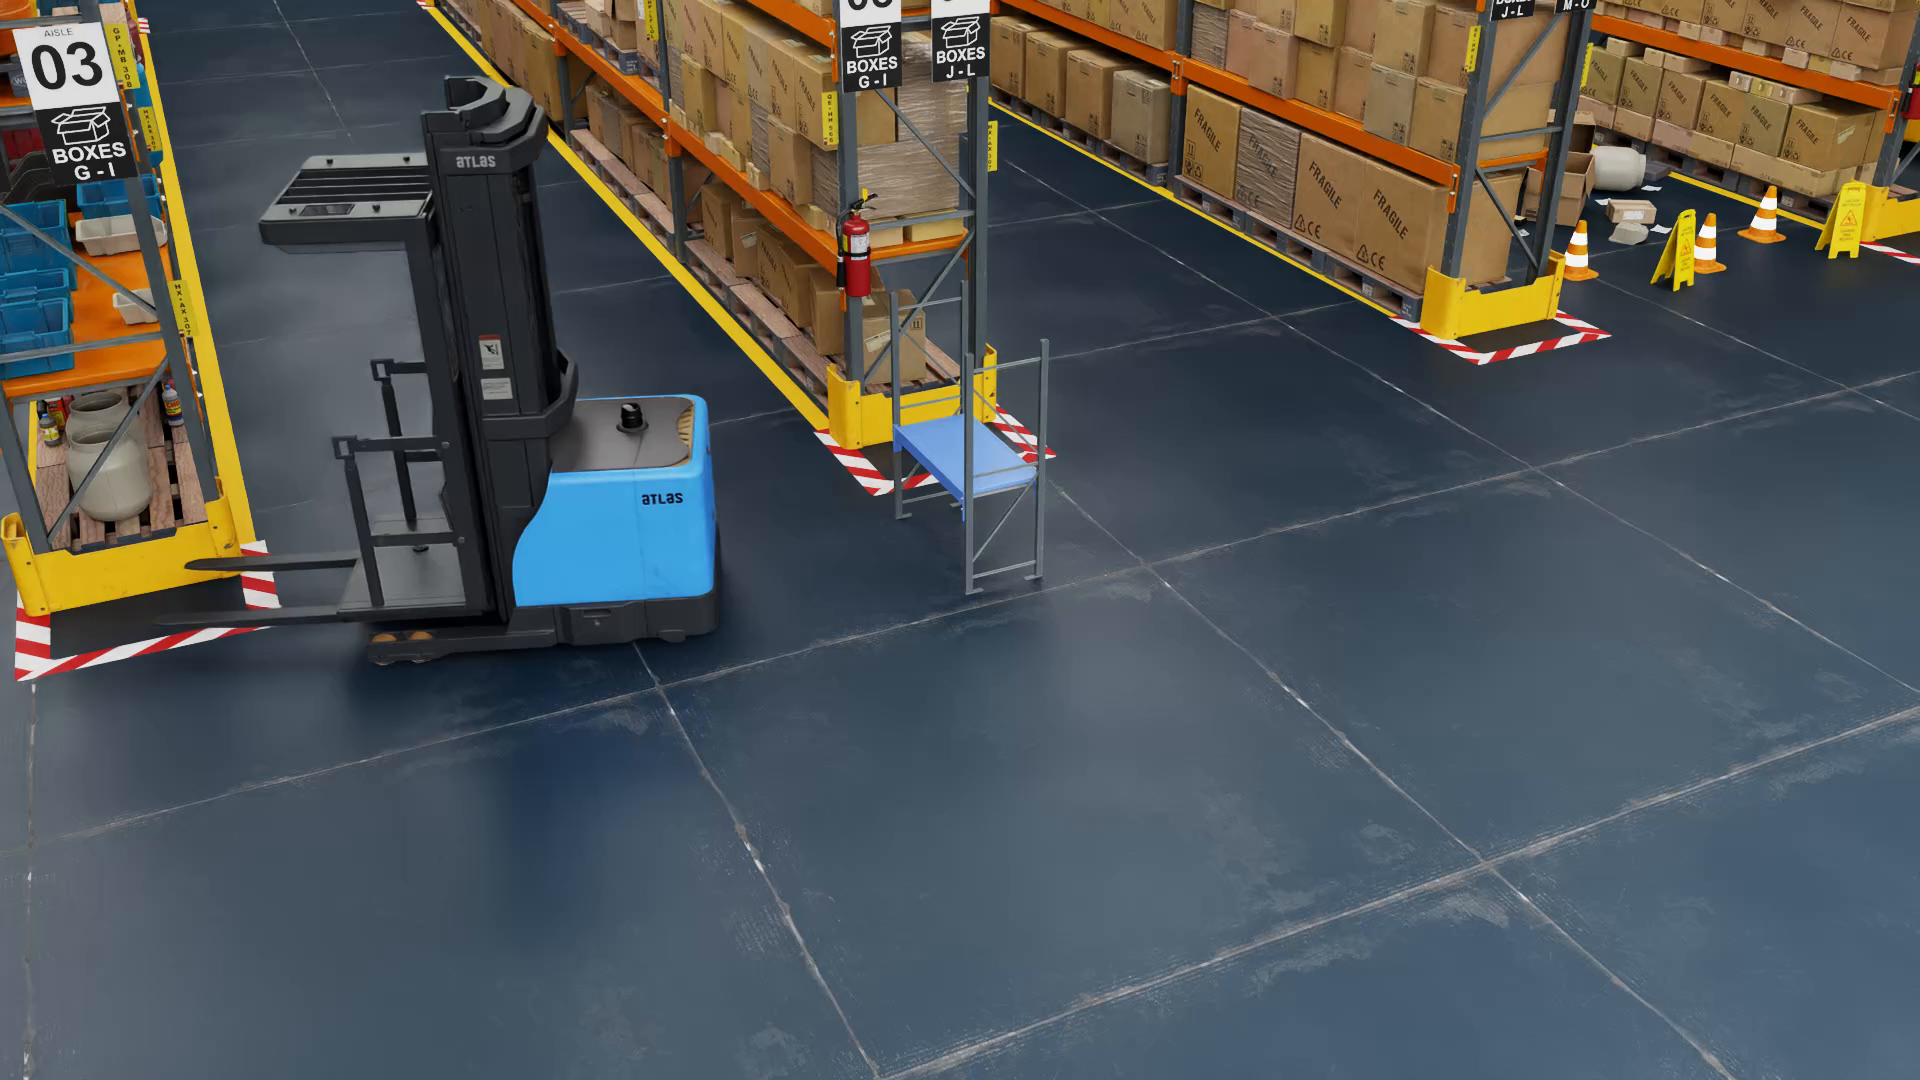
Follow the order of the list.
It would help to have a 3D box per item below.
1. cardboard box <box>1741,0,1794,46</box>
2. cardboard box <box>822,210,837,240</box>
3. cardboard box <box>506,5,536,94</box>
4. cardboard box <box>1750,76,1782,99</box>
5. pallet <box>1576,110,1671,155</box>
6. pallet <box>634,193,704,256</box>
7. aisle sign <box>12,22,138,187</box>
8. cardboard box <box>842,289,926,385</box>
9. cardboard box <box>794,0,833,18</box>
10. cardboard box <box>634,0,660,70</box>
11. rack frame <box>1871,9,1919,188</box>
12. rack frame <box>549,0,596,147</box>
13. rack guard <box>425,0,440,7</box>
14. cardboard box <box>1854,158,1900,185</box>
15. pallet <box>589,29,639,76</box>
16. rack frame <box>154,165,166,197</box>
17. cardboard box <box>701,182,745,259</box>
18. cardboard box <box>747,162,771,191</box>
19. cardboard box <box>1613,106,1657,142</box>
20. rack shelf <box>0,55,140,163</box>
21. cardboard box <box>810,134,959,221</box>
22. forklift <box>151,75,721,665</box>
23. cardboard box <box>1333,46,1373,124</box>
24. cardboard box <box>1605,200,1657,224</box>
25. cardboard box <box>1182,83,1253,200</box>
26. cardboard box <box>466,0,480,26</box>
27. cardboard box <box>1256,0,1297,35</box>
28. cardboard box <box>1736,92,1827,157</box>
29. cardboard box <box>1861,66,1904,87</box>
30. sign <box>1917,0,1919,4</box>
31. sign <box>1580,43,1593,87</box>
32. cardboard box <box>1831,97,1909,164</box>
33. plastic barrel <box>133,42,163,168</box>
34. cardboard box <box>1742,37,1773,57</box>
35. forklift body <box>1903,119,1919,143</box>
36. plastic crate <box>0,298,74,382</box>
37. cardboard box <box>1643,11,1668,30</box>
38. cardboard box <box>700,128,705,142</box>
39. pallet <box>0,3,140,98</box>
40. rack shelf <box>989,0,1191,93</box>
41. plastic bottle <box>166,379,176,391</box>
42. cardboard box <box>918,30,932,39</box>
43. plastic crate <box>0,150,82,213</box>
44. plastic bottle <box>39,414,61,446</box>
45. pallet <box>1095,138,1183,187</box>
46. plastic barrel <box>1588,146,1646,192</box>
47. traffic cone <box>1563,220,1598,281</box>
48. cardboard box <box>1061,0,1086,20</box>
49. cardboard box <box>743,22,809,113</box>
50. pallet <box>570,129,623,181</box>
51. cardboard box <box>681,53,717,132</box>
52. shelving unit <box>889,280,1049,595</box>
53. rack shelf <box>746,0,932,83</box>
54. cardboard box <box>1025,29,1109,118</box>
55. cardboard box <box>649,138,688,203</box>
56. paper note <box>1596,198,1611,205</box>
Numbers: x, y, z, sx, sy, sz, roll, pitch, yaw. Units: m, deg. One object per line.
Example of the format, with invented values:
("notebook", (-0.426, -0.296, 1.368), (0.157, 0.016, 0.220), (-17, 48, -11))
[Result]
("cardboard box", (7.752, -4.957, 15.590), (0.500, 0.500, 0.500), (-13, 32, -22))
("cardboard box", (-0.709, -2.160, 11.266), (0.380, 0.149, 0.250), (-13, 32, -22))
("cardboard box", (-4.381, -5.572, 18.835), (1.225, 0.875, 0.875), (-13, 32, -22))
("cardboard box", (7.754, -4.311, 15.795), (0.380, 0.149, 0.250), (-13, 32, -21))
("pallet", (7.260, -4.419, 17.888), (1.003, 0.211, 1.213), (-13, 32, -22))
("pallet", (-2.346, -2.971, 15.306), (1.003, 0.211, 1.213), (-13, 32, -22))
("aisle sign", (-4.472, -2.201, 8.422), (0.394, 0.787, 0.004), (-13, 32, -22))
("cardboard box", (-0.547, -1.449, 11.867), (0.500, 0.500, 0.500), (-7, 30, -13))
("cardboard box", (-0.730, -3.480, 10.448), (0.500, 0.250, 0.500), (-12, 32, -21))
("cardboard box", (-2.226, -4.669, 14.440), (1.000, 1.000, 1.000), (-13, 32, -22))
("rack frame", (8.657, -4.158, 14.571), (1.000, 3.000, 0.127), (-13, 32, -22))
("rack frame", (-3.728, -5.611, 17.162), (1.000, 3.000, 0.127), (-13, 32, -22))
("rack guard", (-7.173, -8.065, 24.094), (1.175, 0.500, 0.348), (-13, 32, -22))
("cardboard box", (8.560, -3.556, 15.880), (0.500, 0.250, 0.500), (-13, 32, -22))
("pallet", (-2.841, -4.661, 15.665), (1.003, 0.211, 1.213), (-13, 32, -22))
("rack frame", (-8.201, -4.571, 15.307), (1.000, 3.000, 0.127), (-13, 32, -22))
("cardboard box", (-1.875, -2.752, 14.190), (0.500, 0.500, 0.500), (-14, 32, -23))
("cardboard box", (-1.341, -2.690, 12.211), (0.380, 0.149, 0.250), (-13, 32, -22))
("cardboard box", (7.188, -4.358, 17.309), (0.500, 0.250, 0.500), (-11, 31, -19))
("rack shelf", (-5.626, -2.915, 10.023), (1.077, 0.370, 4.000), (-13, 32, -22))
("cardboard box", (-0.505, -2.499, 11.206), (0.875, 0.500, 0.500), (-13, 32, -22))
("forklift", (-2.894, -0.874, 8.784), (3.031, 2.935, 1.130), (-3, 29, -6))
("cardboard box", (3.646, -3.806, 13.789), (0.875, 0.550, 0.550), (-13, 32, -22))
("cardboard box", (6.270, -3.069, 15.544), (0.380, 0.149, 0.250), (2, 29, 4))
("cardboard box", (2.719, -3.805, 15.684), (0.875, 0.875, 0.875), (-13, 32, -21))
("cardboard box", (-6.043, -7.340, 21.989), (0.875, 0.875, 0.875), (-13, 32, -22))
("cardboard box", (3.088, -4.721, 14.318), (0.875, 0.550, 0.550), (-13, 32, -22))
("cardboard box", (7.850, -3.998, 15.900), (0.500, 0.500, 0.500), (-12, 31, -20))
("cardboard box", (8.303, -4.168, 14.847), (0.380, 0.149, 0.250), (-12, 31, -20))
("sign", (8.147, -4.693, 14.018), (0.100, 0.325, 0.005), (-13, 32, -22))
("sign", (4.733, -3.600, 12.610), (0.100, 0.325, 0.005), (-13, 32, -22))
("cardboard box", (8.549, -3.893, 15.715), (0.500, 0.500, 0.500), (-14, 32, -24))
("plastic barrel", (-6.376, -3.257, 12.452), (0.600, 0.901, 0.708), (-13, 32, -22))
("cardboard box", (7.691, -4.719, 15.828), (0.380, 0.149, 0.250), (-13, 32, -22))
("forklift body", (10.676, -5.286, 17.451), (2.313, 2.155, 1.214), (-13, 32, -22))
("plastic crate", (-5.252, -1.130, 9.324), (0.499, 0.251, 0.616), (-13, 32, -22))
("cardboard box", (7.157, -5.280, 16.830), (0.380, 0.149, 0.250), (-12, 31, -20))
("cardboard box", (-1.846, -3.250, 13.209), (0.380, 0.149, 0.250), (-13, 32, -22))
("pallet", (-5.034, -2.649, 9.006), (1.003, 0.211, 1.213), (-13, 32, -22))
("rack shelf", (1.654, -5.410, 17.540), (1.077, 0.370, 4.000), (-13, 32, -22))
("plastic bottle", (-5.345, -1.014, 11.292), (0.061, 0.283, 0.133), (-13, 32, -21))
("cardboard box", (-0.185, -6.397, 20.690), (0.500, 0.500, 0.500), (-15, 32, -24))
("plastic crate", (-6.374, -2.519, 11.712), (0.767, 0.338, 0.504), (-13, 32, -22))
("plastic bottle", (-5.951, -0.728, 10.865), (0.097, 0.201, 0.097), (0, 29, 0))
("pallet", (2.113, -3.949, 17.050), (1.003, 0.211, 1.213), (-13, 32, -22))
("plastic barrel", (6.403, -3.629, 16.261), (0.512, 0.421, 0.421), (7, 30, 13))
("traffic cone", (5.284, -2.500, 14.208), (0.336, 0.463, 0.334), (-13, 32, -22))
("cardboard box", (1.393, -5.729, 17.270), (0.500, 0.500, 0.500), (-13, 32, -22))
("cardboard box", (-1.185, -3.319, 11.645), (0.500, 0.500, 0.500), (-13, 32, -22))
("pallet", (-3.394, -4.049, 17.228), (1.003, 0.211, 1.213), (-13, 32, -22))
("cardboard box", (-1.691, -3.577, 13.129), (0.875, 0.500, 0.500), (-13, 32, -22))
("shelving unit", (0.037, -0.616, 9.789), (0.538, 1.500, 1.048), (-13, 32, -22))
("rack shelf", (-1.152, -3.955, 11.878), (1.077, 0.370, 4.000), (-13, 32, -22))
("cardboard box", (1.353, -5.136, 18.186), (1.050, 0.750, 0.750), (-13, 32, -21))
("cardboard box", (-2.443, -3.436, 15.389), (0.700, 0.500, 0.500), (-13, 32, -22))
("paper note", (6.224, -3.264, 16.024), (0.148, 0.019, 0.142), (-3, 29, -5))
